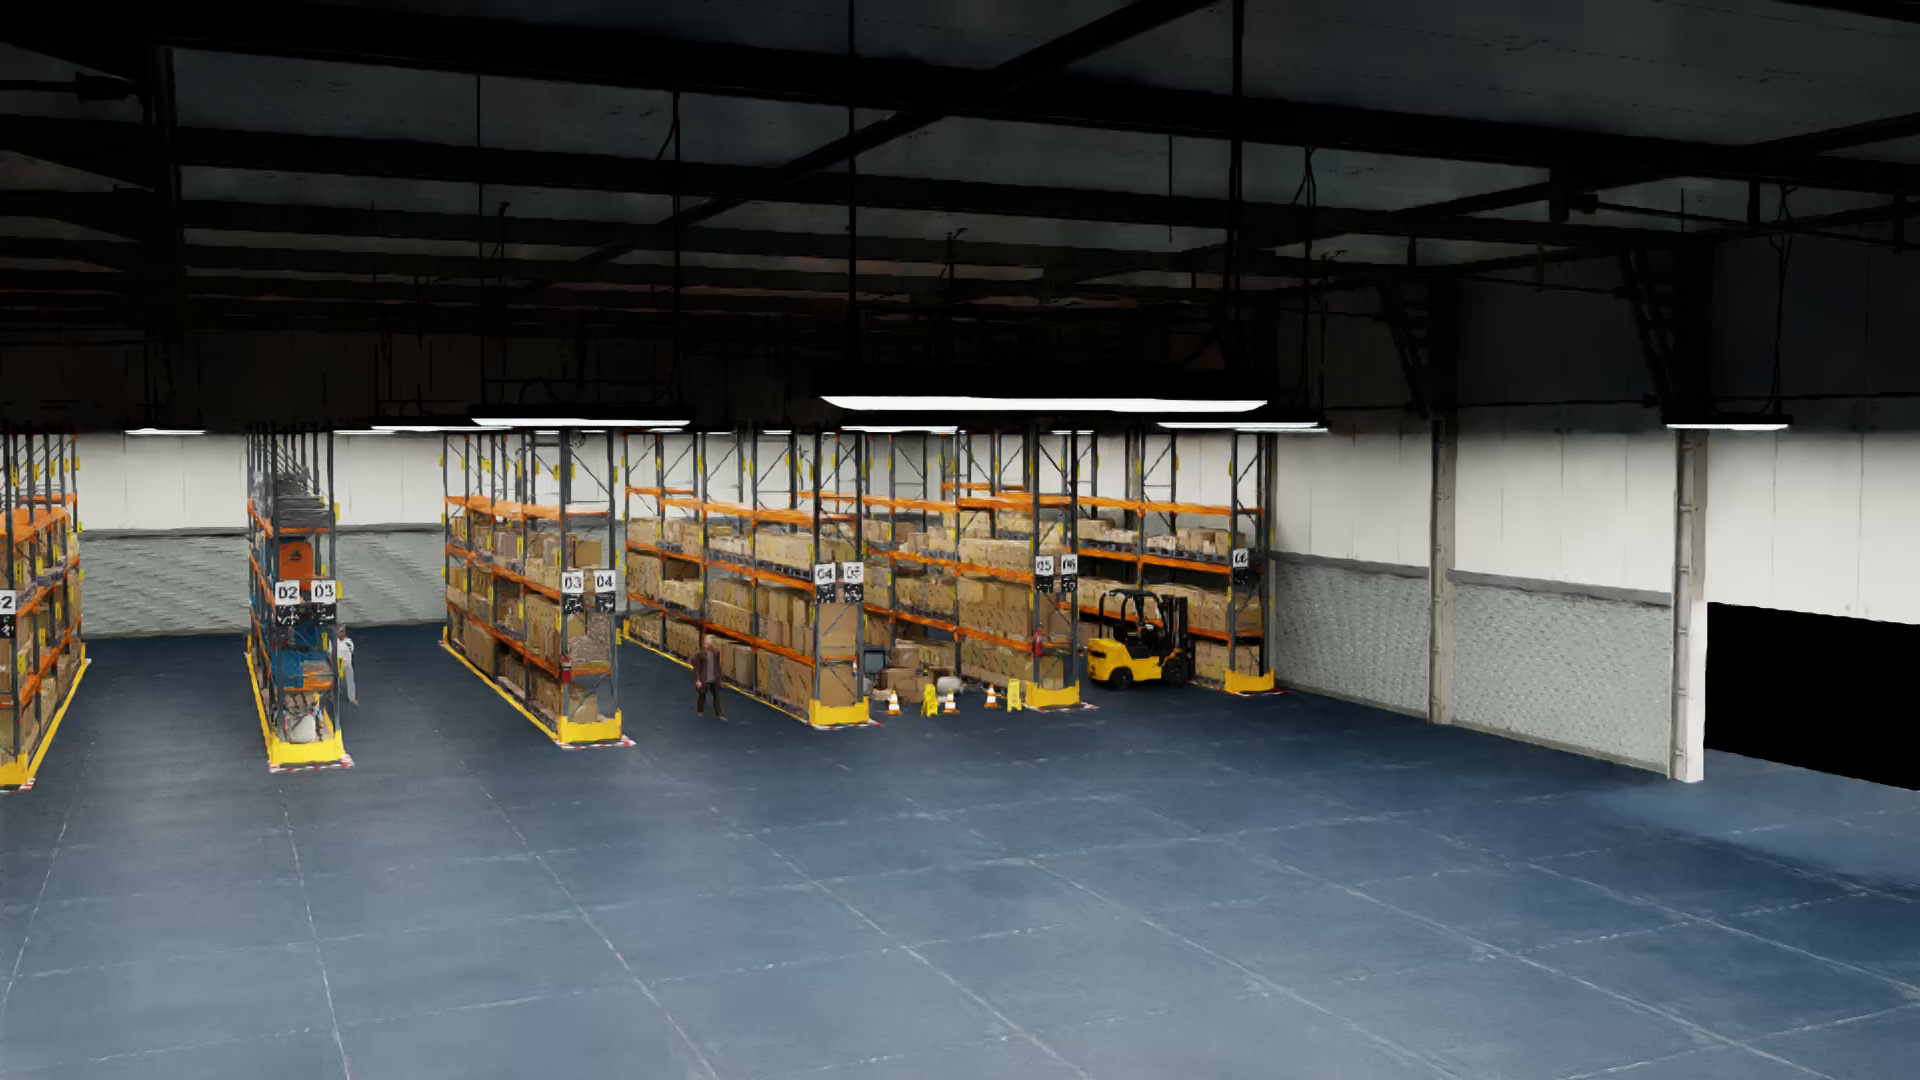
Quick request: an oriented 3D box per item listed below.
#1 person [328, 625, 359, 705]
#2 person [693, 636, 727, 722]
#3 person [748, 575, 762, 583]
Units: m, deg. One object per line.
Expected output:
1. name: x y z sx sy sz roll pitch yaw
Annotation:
1. person: -13.135 2.646 35.295 0.535 1.708 1.036 -2 4 -33
2. person: -5.047 2.770 33.354 0.598 1.698 1.193 -1 4 -22
3. person: -6.192 1.690 50.225 0.654 1.782 0.443 3 5 41
